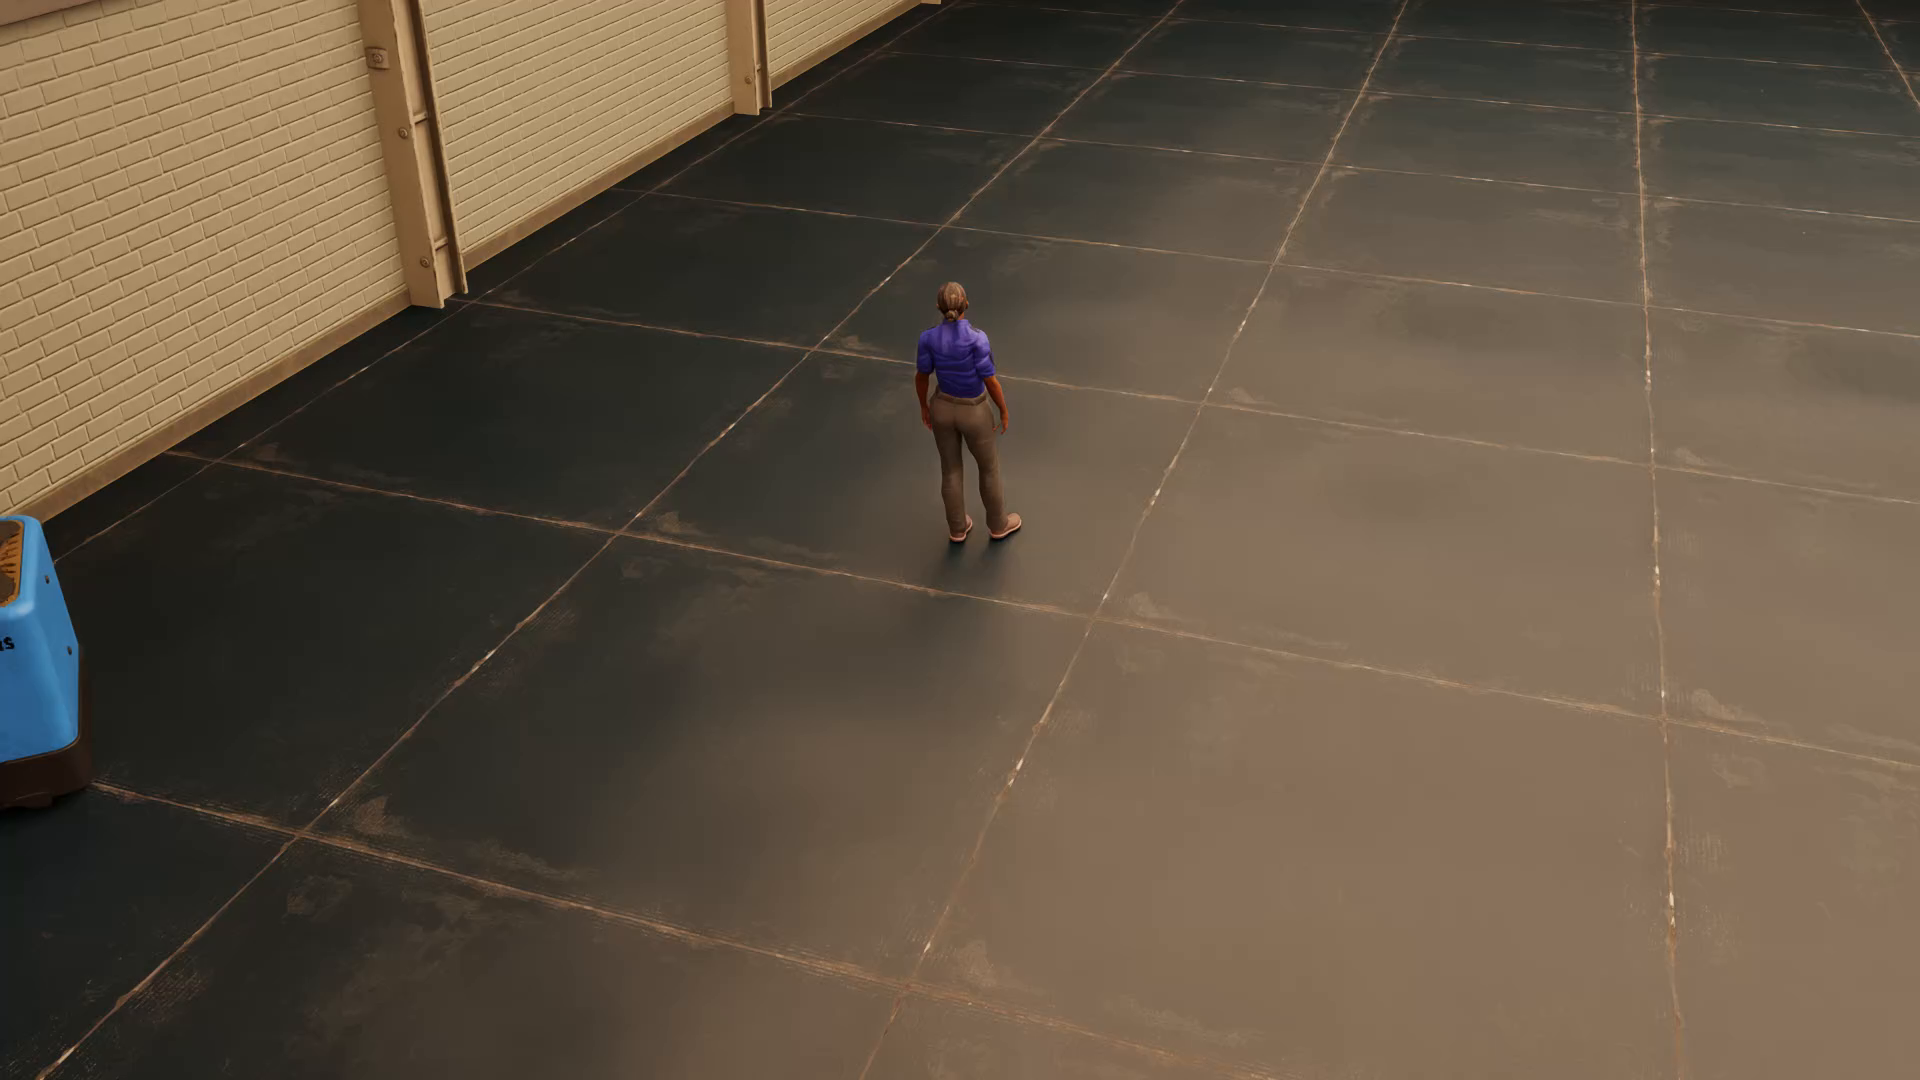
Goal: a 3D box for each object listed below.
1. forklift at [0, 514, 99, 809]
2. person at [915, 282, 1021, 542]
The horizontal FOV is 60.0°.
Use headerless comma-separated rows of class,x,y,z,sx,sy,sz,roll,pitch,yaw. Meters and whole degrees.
forklift,-5.685,0.031,7.081,3.031,2.935,1.130,-13,32,-21
person,0.047,-0.763,9.749,0.569,1.654,0.504,10,31,16
